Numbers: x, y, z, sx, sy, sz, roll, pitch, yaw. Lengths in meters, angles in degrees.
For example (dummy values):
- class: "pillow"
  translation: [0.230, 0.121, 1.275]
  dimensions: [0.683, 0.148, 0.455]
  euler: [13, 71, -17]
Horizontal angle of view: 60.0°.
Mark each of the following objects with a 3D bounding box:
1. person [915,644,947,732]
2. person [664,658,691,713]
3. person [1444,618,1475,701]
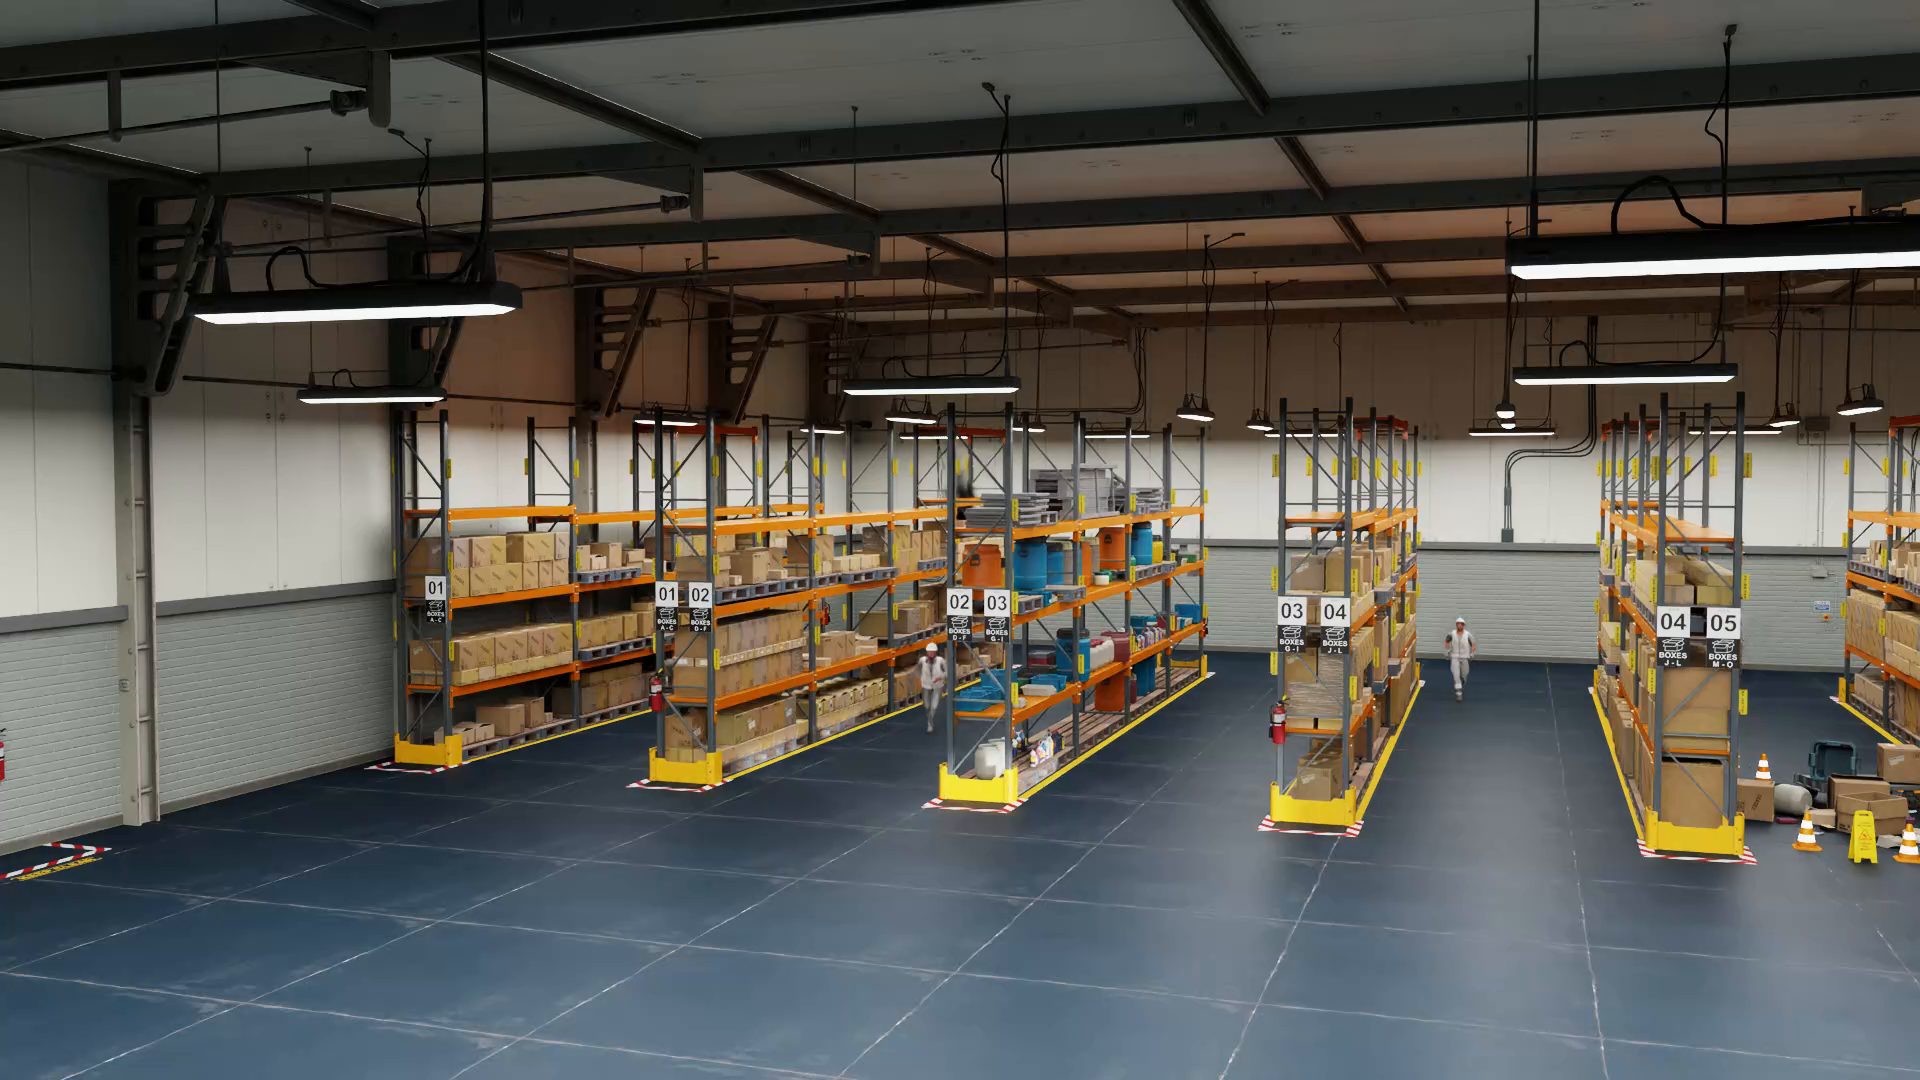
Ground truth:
- class: "person"
  translation: [-0.539, 2.808, 31.734]
  dimensions: [0.649, 1.706, 0.724]
  euler: [0, 2, 0]
- class: "person"
  translation: [-5.412, 2.837, 32.092]
  dimensions: [0.694, 1.590, 0.828]
  euler: [0, 2, -8]
- class: "person"
  translation: [10.858, 2.581, 36.149]
  dimensions: [0.655, 1.774, 0.845]
  euler: [1, 3, 17]
